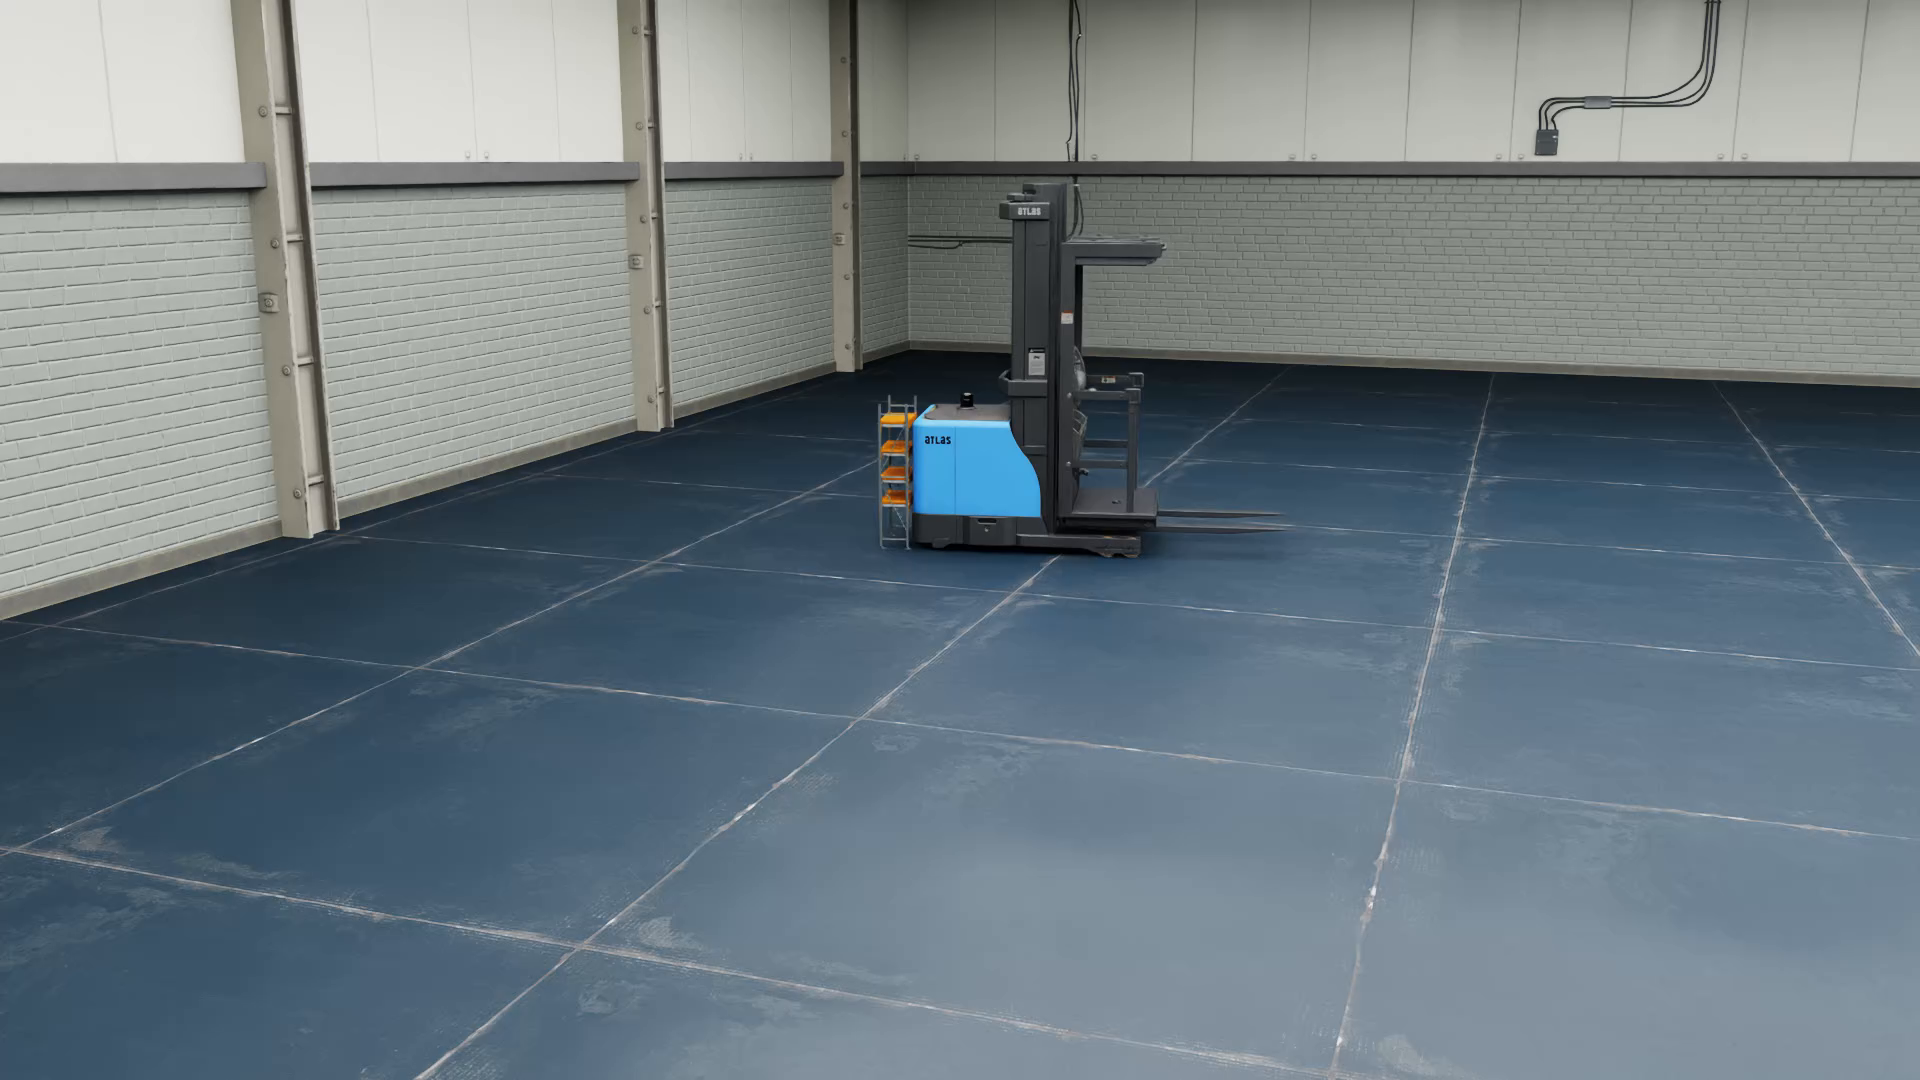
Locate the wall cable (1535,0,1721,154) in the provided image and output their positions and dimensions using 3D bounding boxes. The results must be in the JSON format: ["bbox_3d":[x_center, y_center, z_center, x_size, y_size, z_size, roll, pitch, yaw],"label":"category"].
[{"bbox_3d":[9.487,-8.475,23.253,2.305,6.003,0.169,4,14,18],"label":"wall cable"}]

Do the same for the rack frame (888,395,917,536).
[{"bbox_3d":[-0.482,-0.620,14.007,0.240,1.200,0.015,2,13,7],"label":"rack frame"}]

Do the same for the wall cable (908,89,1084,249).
[{"bbox_3d":[0.510,-5.990,26.986,3.097,2.526,0.112,4,14,18],"label":"wall cable"}]

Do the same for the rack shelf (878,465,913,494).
[{"bbox_3d":[-0.511,-0.500,13.785,0.258,0.148,0.480,2,13,7],"label":"rack shelf"}]

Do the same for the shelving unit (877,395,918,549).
[{"bbox_3d":[-0.511,-0.566,13.770,0.258,1.200,0.503,2,13,7],"label":"shelving unit"}]

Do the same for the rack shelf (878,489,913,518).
[{"bbox_3d":[-0.511,-0.307,13.830,0.258,0.148,0.480,2,13,7],"label":"rack shelf"}]

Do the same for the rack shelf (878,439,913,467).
[{"bbox_3d":[-0.511,-0.718,13.736,0.258,0.148,0.480,2,13,7],"label":"rack shelf"}]

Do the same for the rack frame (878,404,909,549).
[{"bbox_3d":[-0.541,-0.512,13.534,0.240,1.200,0.015,2,13,7],"label":"rack frame"}]

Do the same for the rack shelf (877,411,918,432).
[{"bbox_3d":[-0.511,-0.949,13.683,0.258,0.148,0.480,2,13,7],"label":"rack shelf"}]

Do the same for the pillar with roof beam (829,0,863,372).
[{"bbox_3d":[2.379,-6.669,22.982,9.100,9.000,0.400,4,14,18],"label":"pillar with roof beam"}]

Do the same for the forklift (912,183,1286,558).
[{"bbox_3d":[1.163,-1.412,13.586,3.031,2.935,1.130,2,13,7],"label":"forklift"}]

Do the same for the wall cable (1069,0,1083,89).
[{"bbox_3d":[3.070,-8.257,25.571,3.097,2.526,0.112,4,14,18],"label":"wall cable"}]

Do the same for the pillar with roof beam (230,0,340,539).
[{"bbox_3d":[-1.504,-4.142,11.912,9.100,9.000,0.400,4,14,18],"label":"pillar with roof beam"}]

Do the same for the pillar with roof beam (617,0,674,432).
[{"bbox_3d":[0.437,-5.405,17.447,9.100,9.000,0.400,4,14,18],"label":"pillar with roof beam"}]
